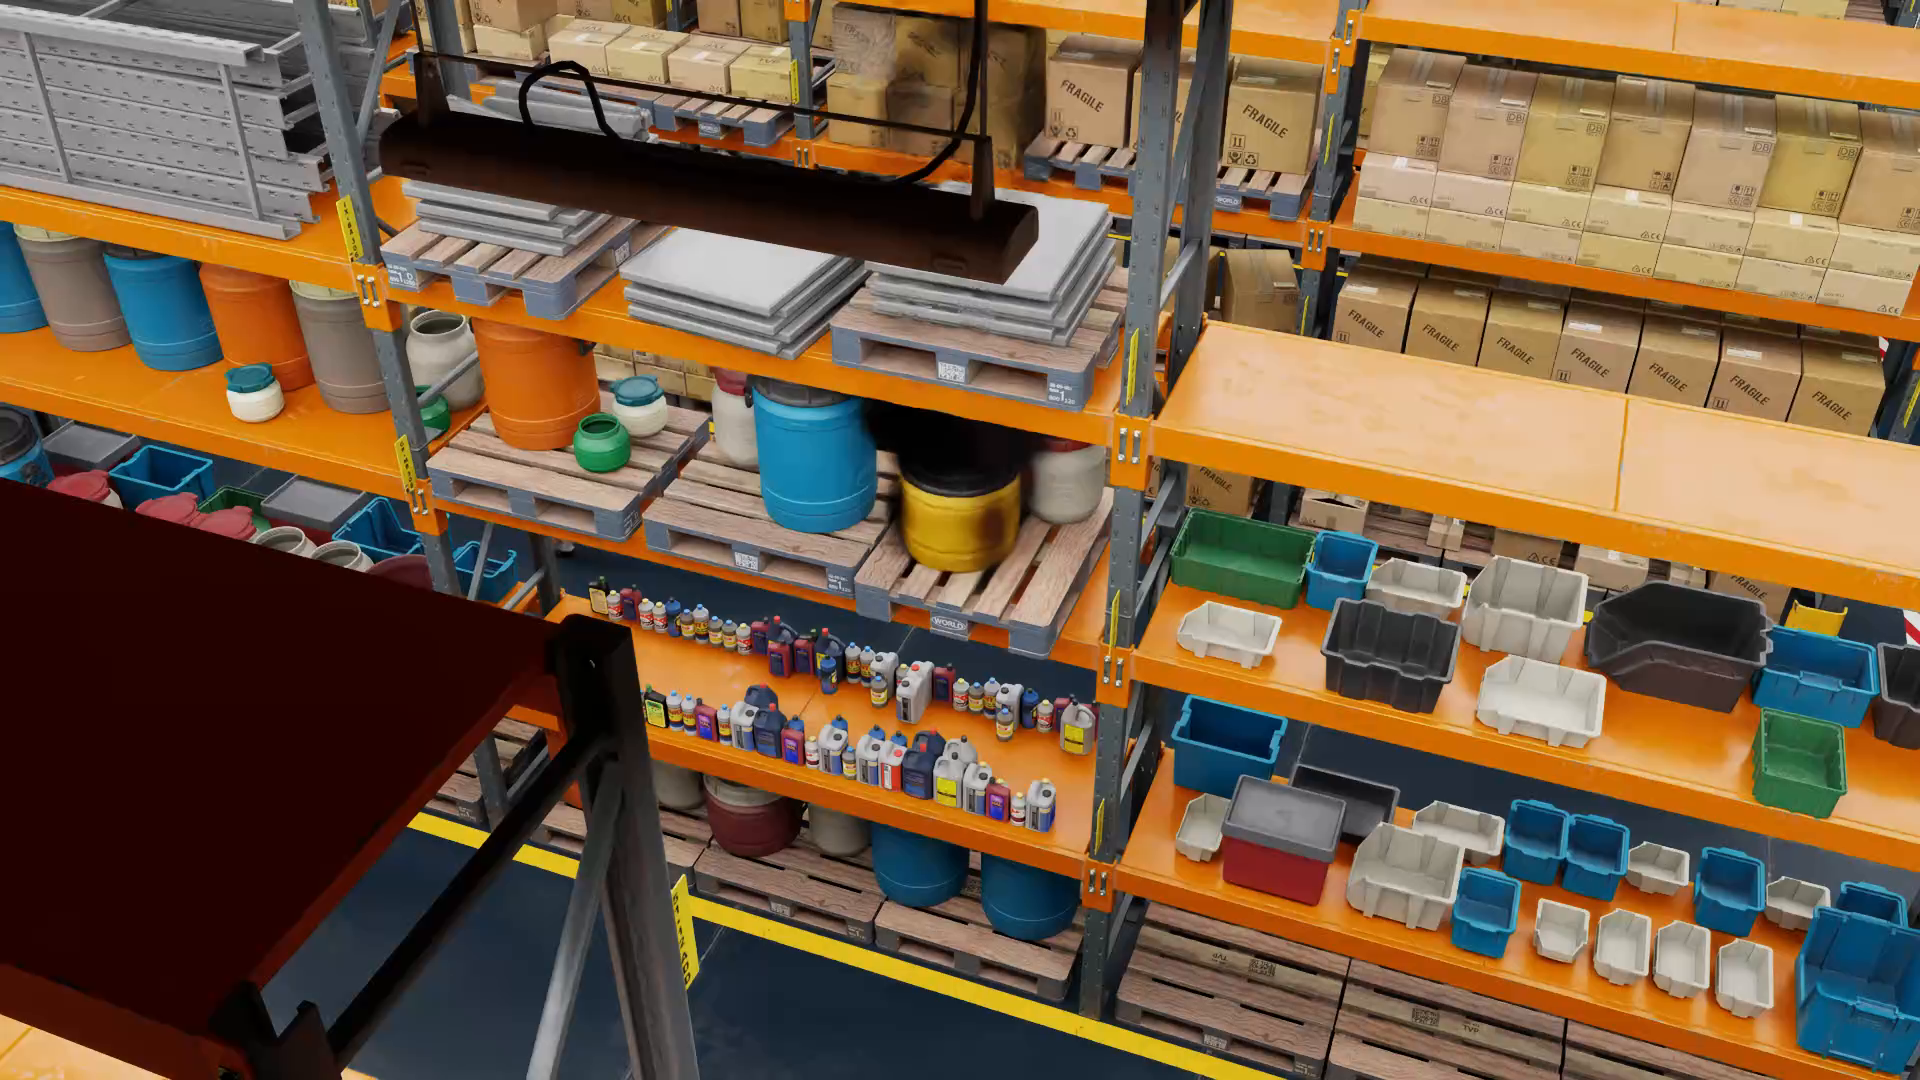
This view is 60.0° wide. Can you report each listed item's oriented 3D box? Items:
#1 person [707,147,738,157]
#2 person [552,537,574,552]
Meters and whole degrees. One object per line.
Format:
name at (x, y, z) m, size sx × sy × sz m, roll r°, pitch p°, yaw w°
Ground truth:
person at (-2.435, -3.422, 16.599) m, size 0.586 × 1.675 × 0.651 m, roll 5°, pitch 37°, yaw 7°
person at (-3.331, -0.599, 12.854) m, size 0.529 × 1.591 × 0.578 m, roll 6°, pitch 37°, yaw 8°
